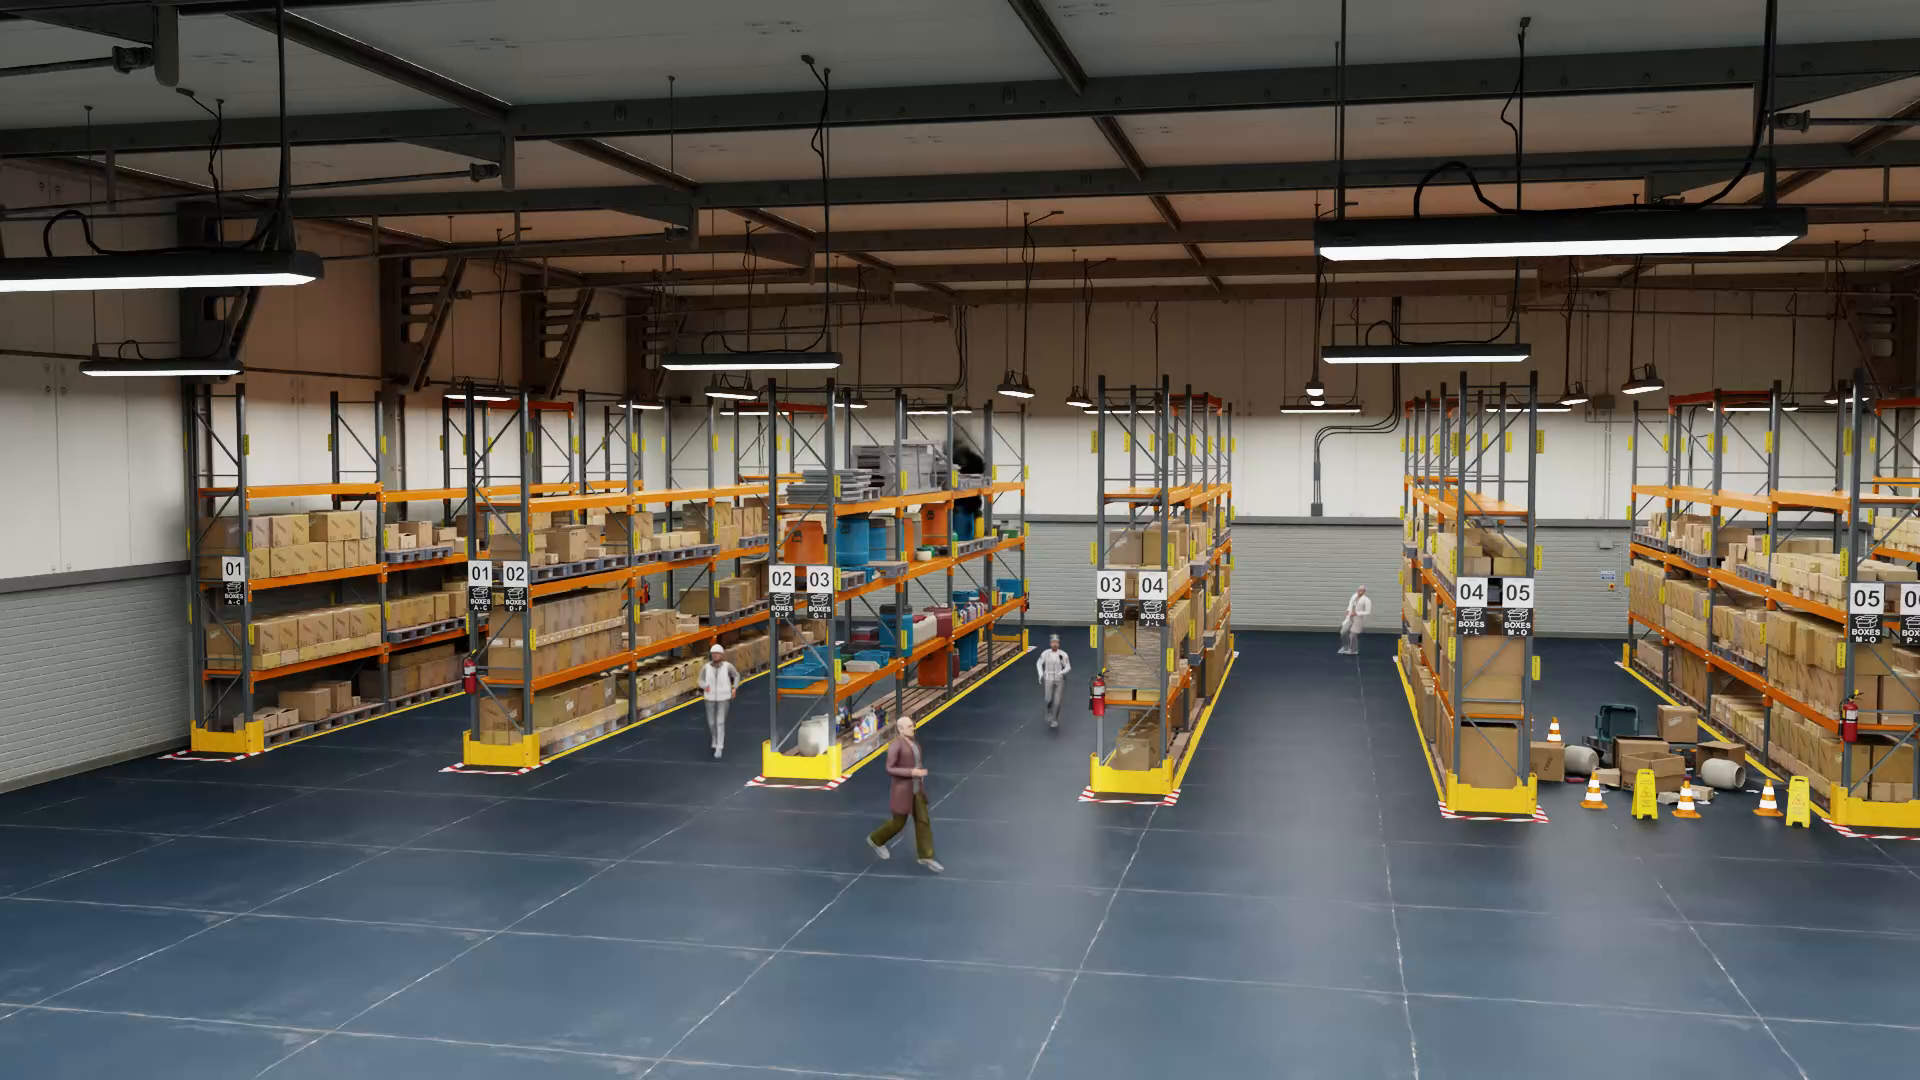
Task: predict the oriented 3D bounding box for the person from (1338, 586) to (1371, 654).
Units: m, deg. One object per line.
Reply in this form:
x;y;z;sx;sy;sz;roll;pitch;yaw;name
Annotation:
9.331;1.905;39.394;0.682;1.689;0.905;-3;4;-41;person

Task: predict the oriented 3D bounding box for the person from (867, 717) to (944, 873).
-0.652;2.979;19.620;1.049;1.798;0.707;2;4;35;person

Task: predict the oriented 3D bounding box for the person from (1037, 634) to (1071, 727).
1.658;2.492;29.390;0.604;1.653;0.551;0;3;2;person

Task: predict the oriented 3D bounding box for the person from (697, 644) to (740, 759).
-3.914;2.576;26.911;0.681;1.793;0.847;0;3;2;person
